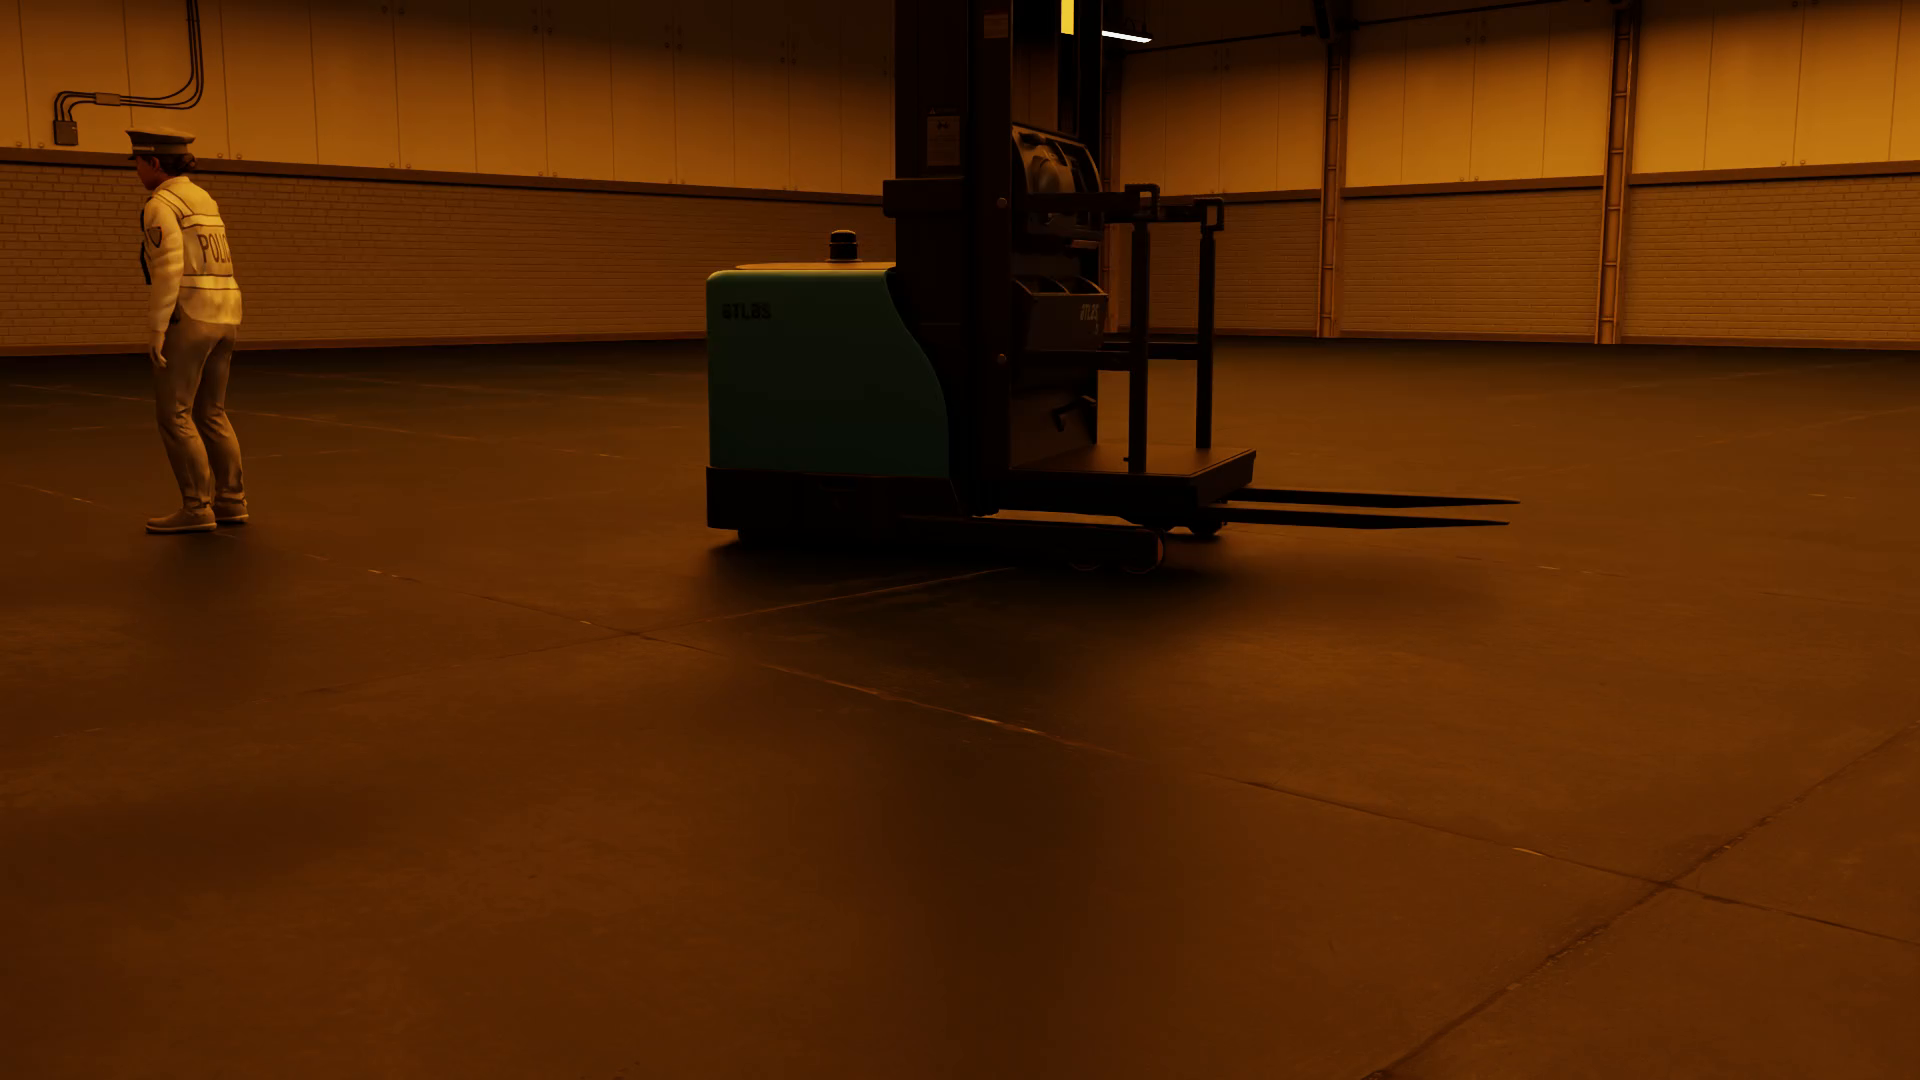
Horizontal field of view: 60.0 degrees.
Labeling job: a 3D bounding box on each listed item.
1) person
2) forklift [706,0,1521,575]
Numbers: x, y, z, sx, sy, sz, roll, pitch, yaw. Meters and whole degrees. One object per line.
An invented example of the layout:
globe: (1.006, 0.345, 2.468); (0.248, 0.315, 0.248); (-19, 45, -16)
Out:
person: (-3.214, -0.872, 6.934); (0.373, 1.662, 0.536); (1, 9, 5)
forklift: (0.565, -1.416, 6.275); (3.031, 2.935, 1.130); (3, 9, 22)
